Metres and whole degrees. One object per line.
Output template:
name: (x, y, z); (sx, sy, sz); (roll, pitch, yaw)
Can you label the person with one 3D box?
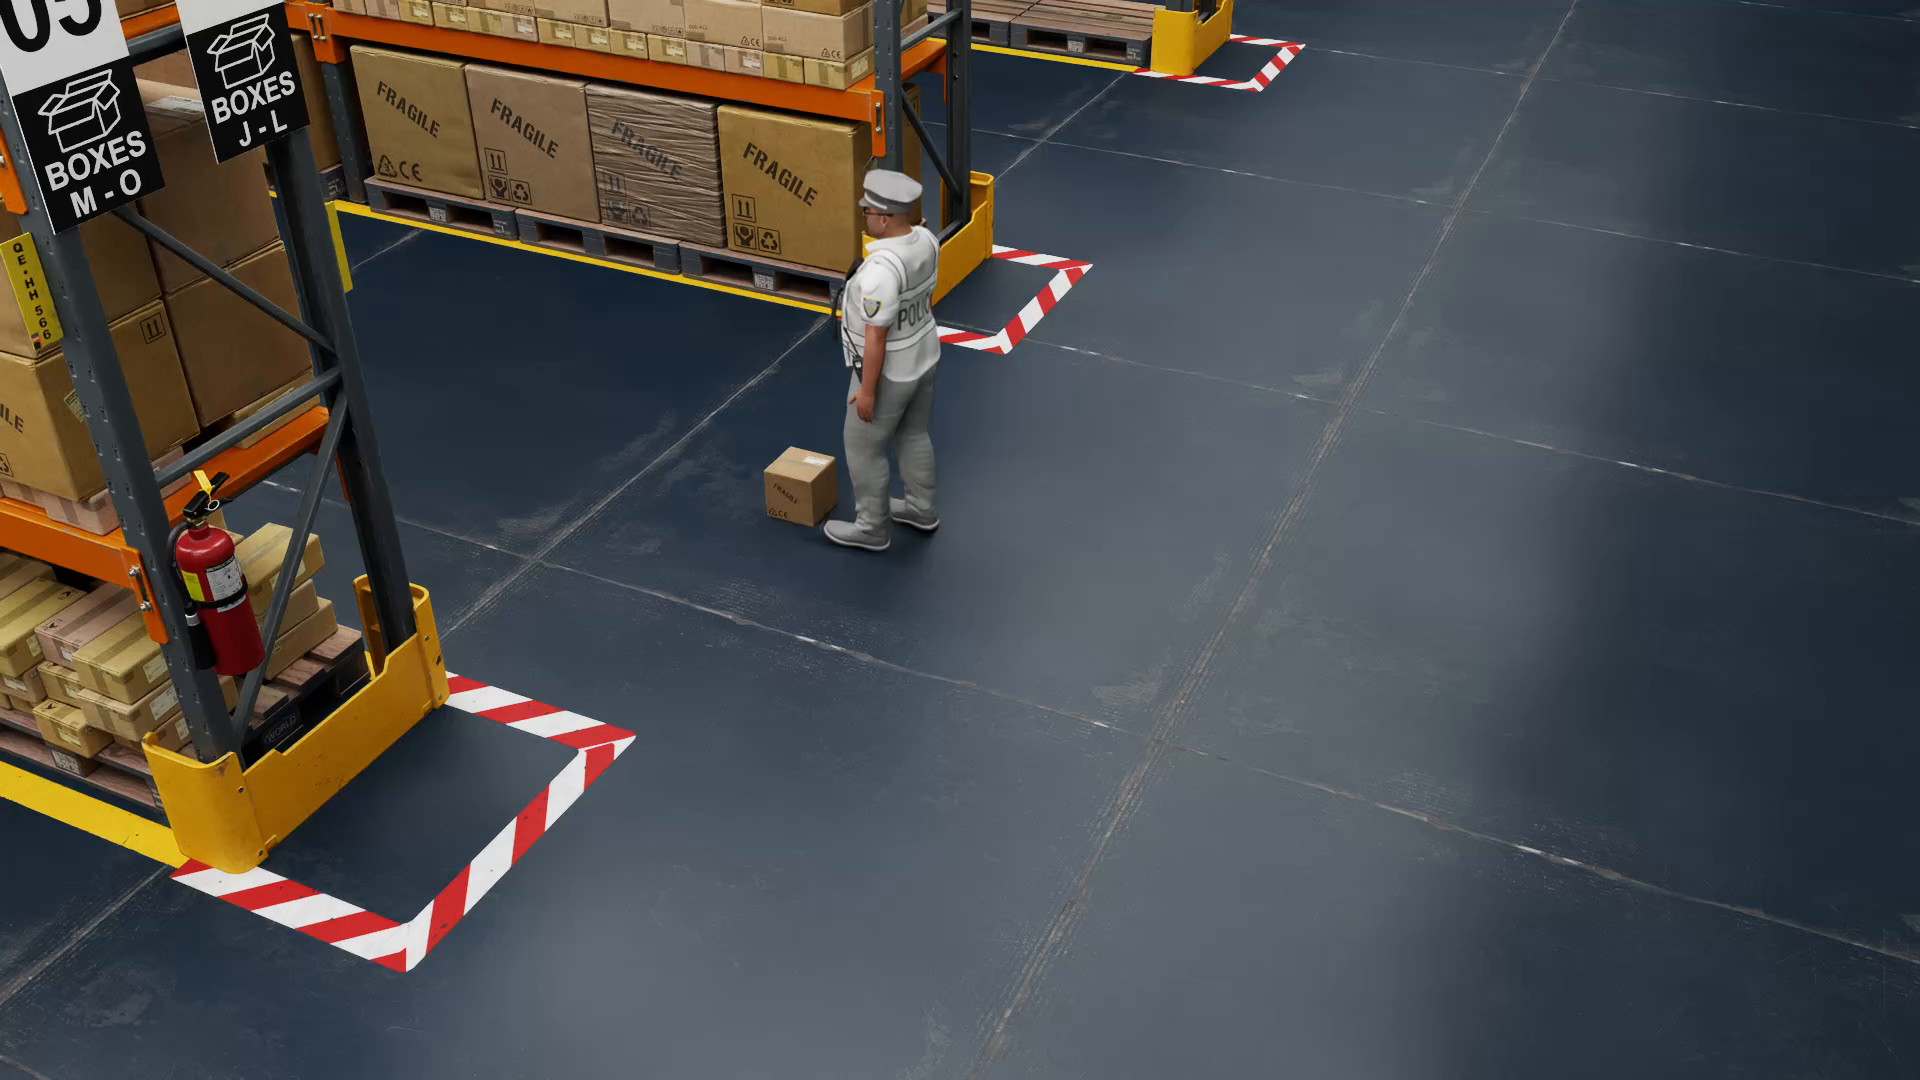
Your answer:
person: (-0.350, -0.773, 7.296); (0.482, 1.756, 0.540); (15, 36, 21)
